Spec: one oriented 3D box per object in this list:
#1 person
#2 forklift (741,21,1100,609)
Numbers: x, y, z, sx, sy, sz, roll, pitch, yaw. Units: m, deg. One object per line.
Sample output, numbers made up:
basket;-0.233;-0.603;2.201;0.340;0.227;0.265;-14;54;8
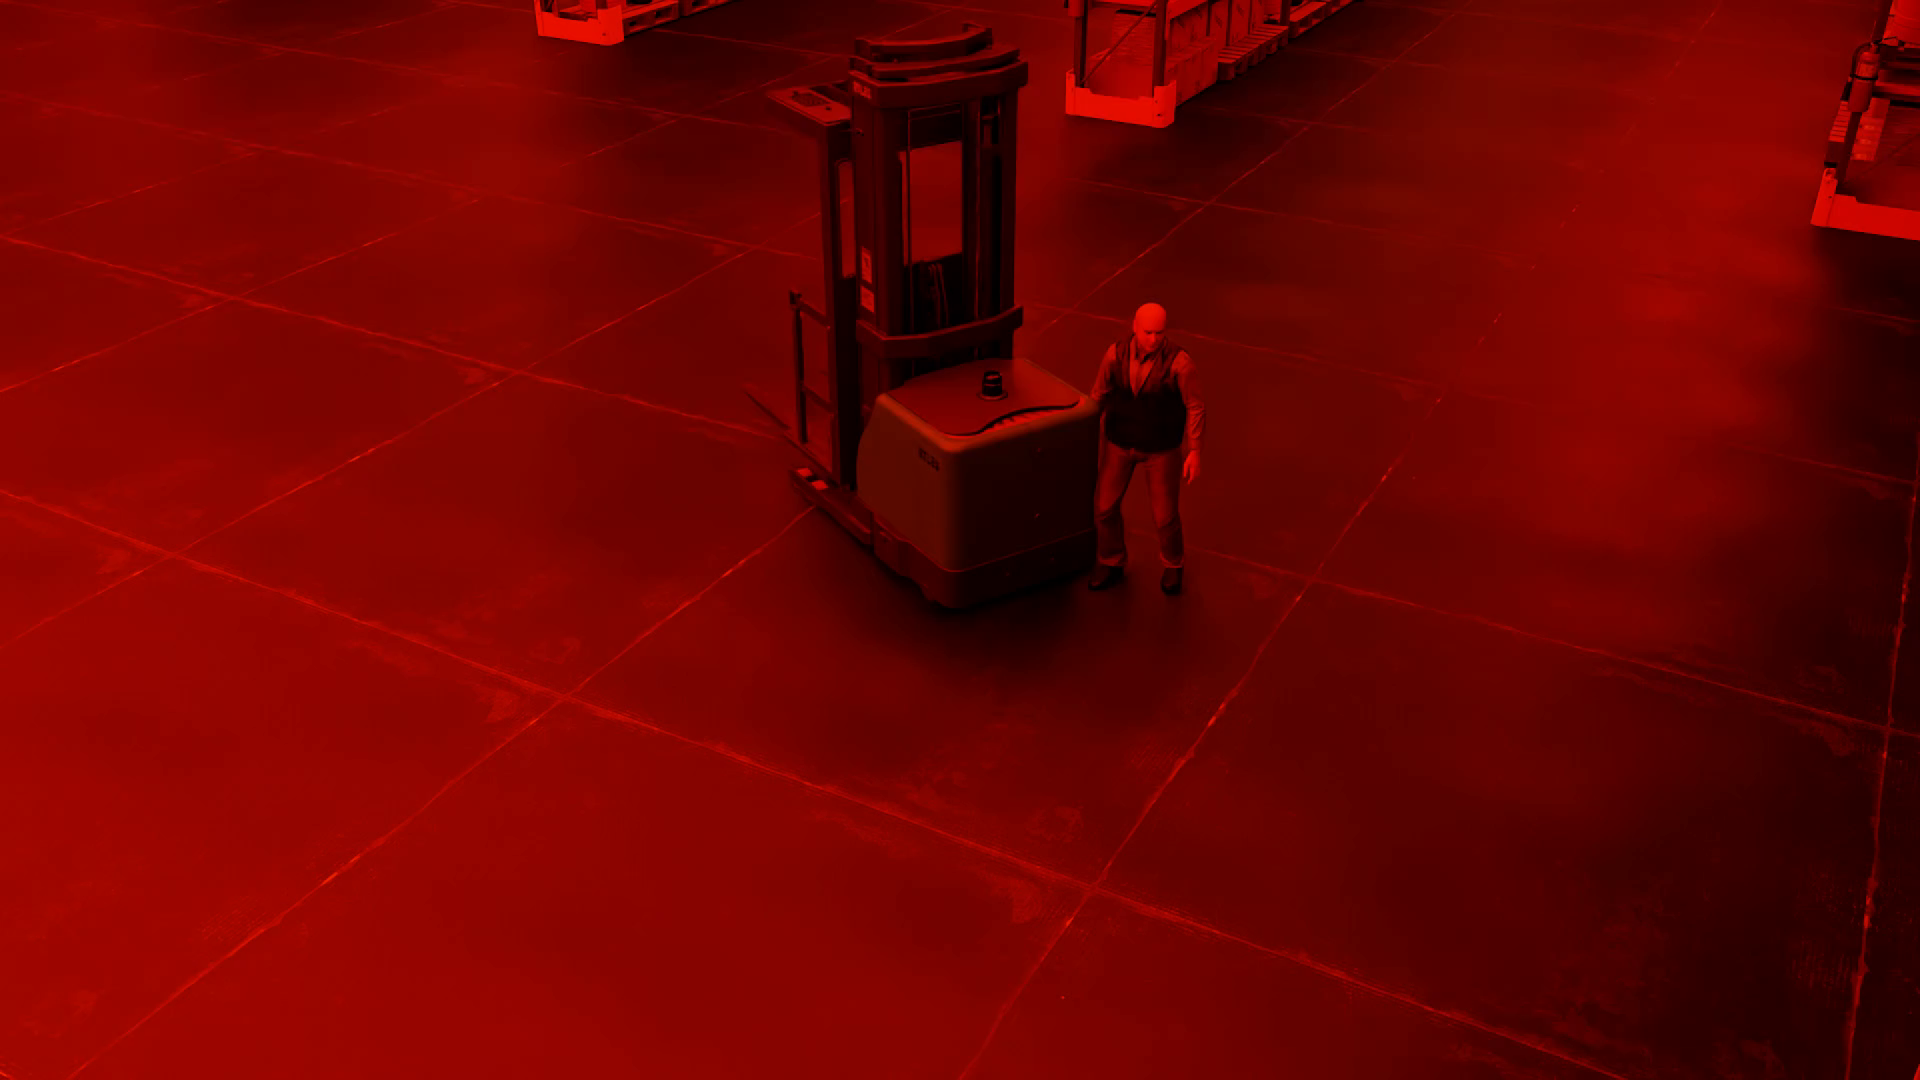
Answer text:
person;0.994;-0.509;9.198;0.738;1.695;0.470;12;32;20
forklift;-0.416;-1.587;9.820;1.130;2.935;3.031;-17;34;-27
